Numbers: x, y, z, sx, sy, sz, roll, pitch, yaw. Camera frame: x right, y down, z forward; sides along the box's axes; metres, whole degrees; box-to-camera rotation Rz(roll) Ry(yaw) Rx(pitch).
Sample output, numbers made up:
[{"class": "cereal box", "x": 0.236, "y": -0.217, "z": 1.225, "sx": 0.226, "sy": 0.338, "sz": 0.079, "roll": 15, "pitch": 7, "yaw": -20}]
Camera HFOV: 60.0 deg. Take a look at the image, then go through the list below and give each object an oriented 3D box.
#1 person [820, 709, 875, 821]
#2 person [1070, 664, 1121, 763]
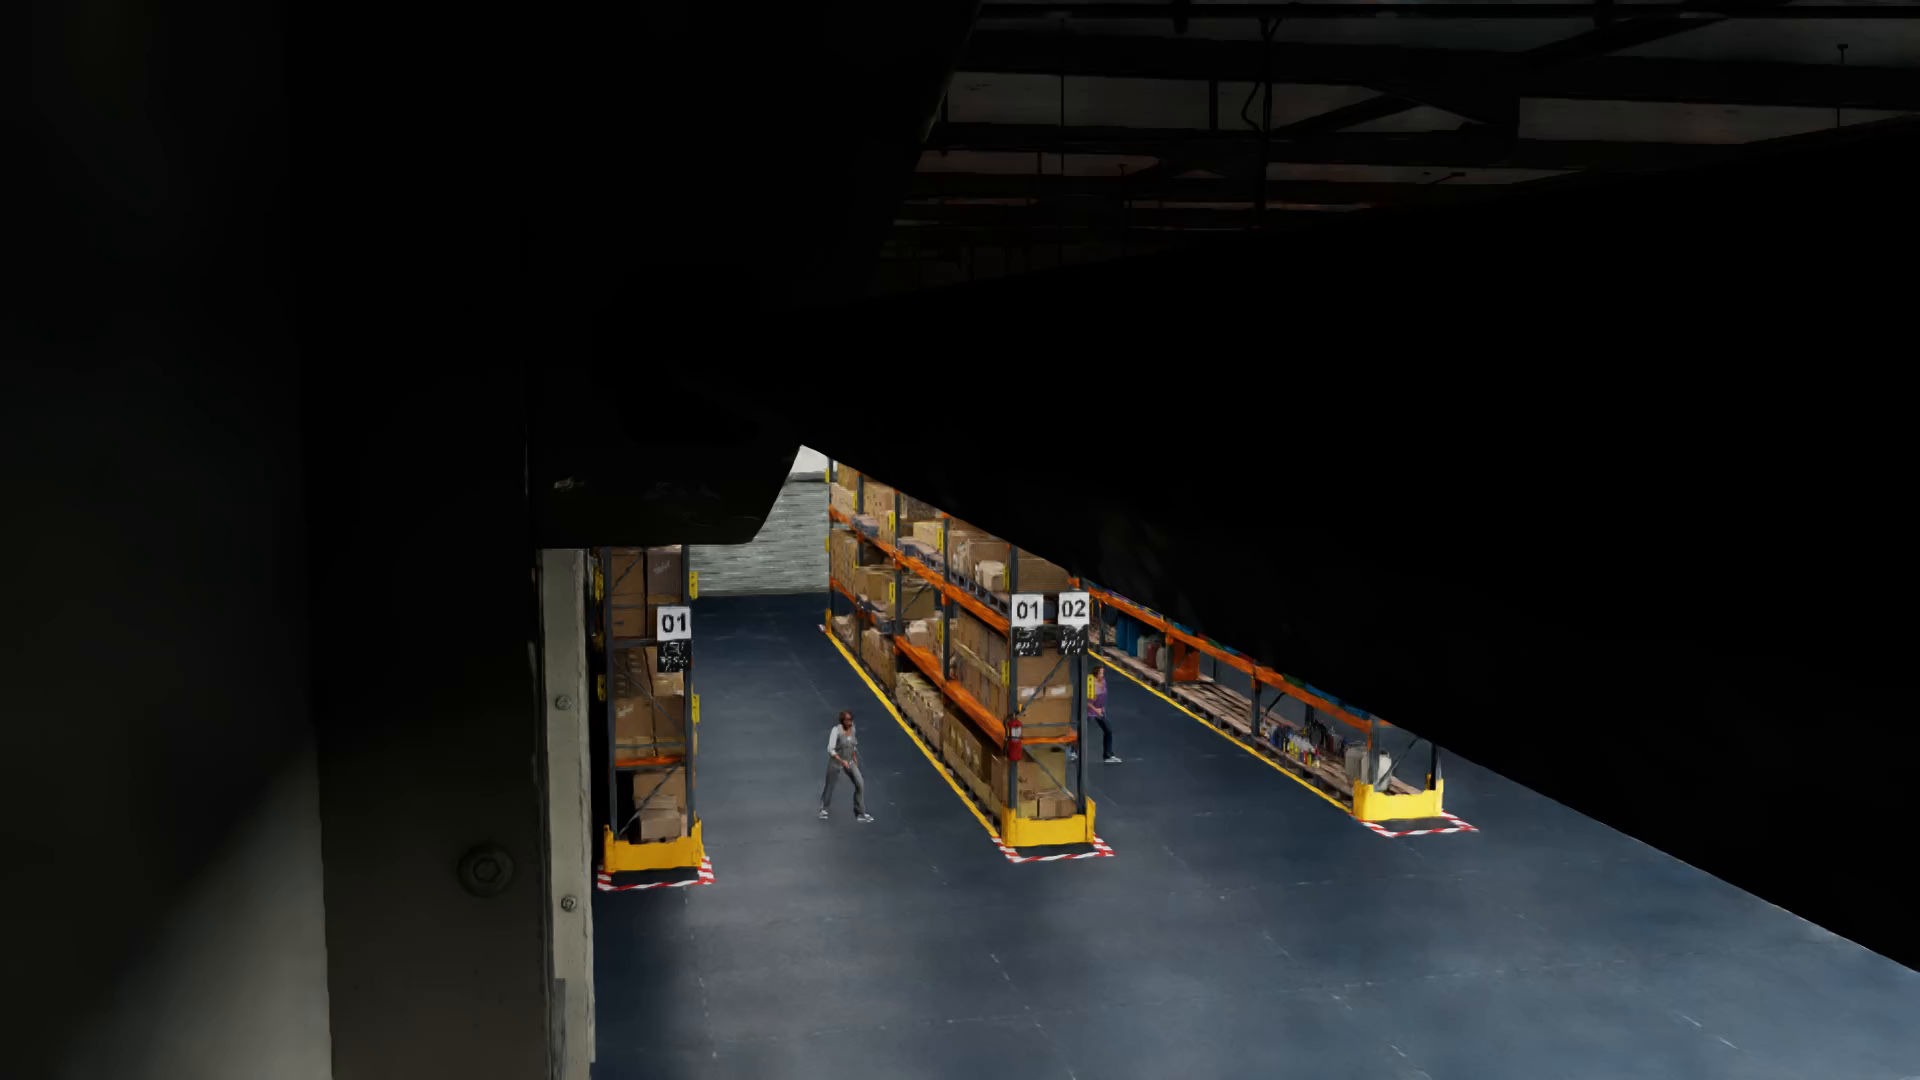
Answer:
[{"class": "person", "x": -1.546, "y": 2.957, "z": 21.992, "sx": 0.572, "sy": 1.530, "sz": 0.769, "roll": -4, "pitch": 8, "yaw": -32}, {"class": "person", "x": 2.013, "y": 2.695, "z": 25.075, "sx": 0.562, "sy": 1.318, "sz": 0.772, "roll": -4, "pitch": 8, "yaw": -31}]
